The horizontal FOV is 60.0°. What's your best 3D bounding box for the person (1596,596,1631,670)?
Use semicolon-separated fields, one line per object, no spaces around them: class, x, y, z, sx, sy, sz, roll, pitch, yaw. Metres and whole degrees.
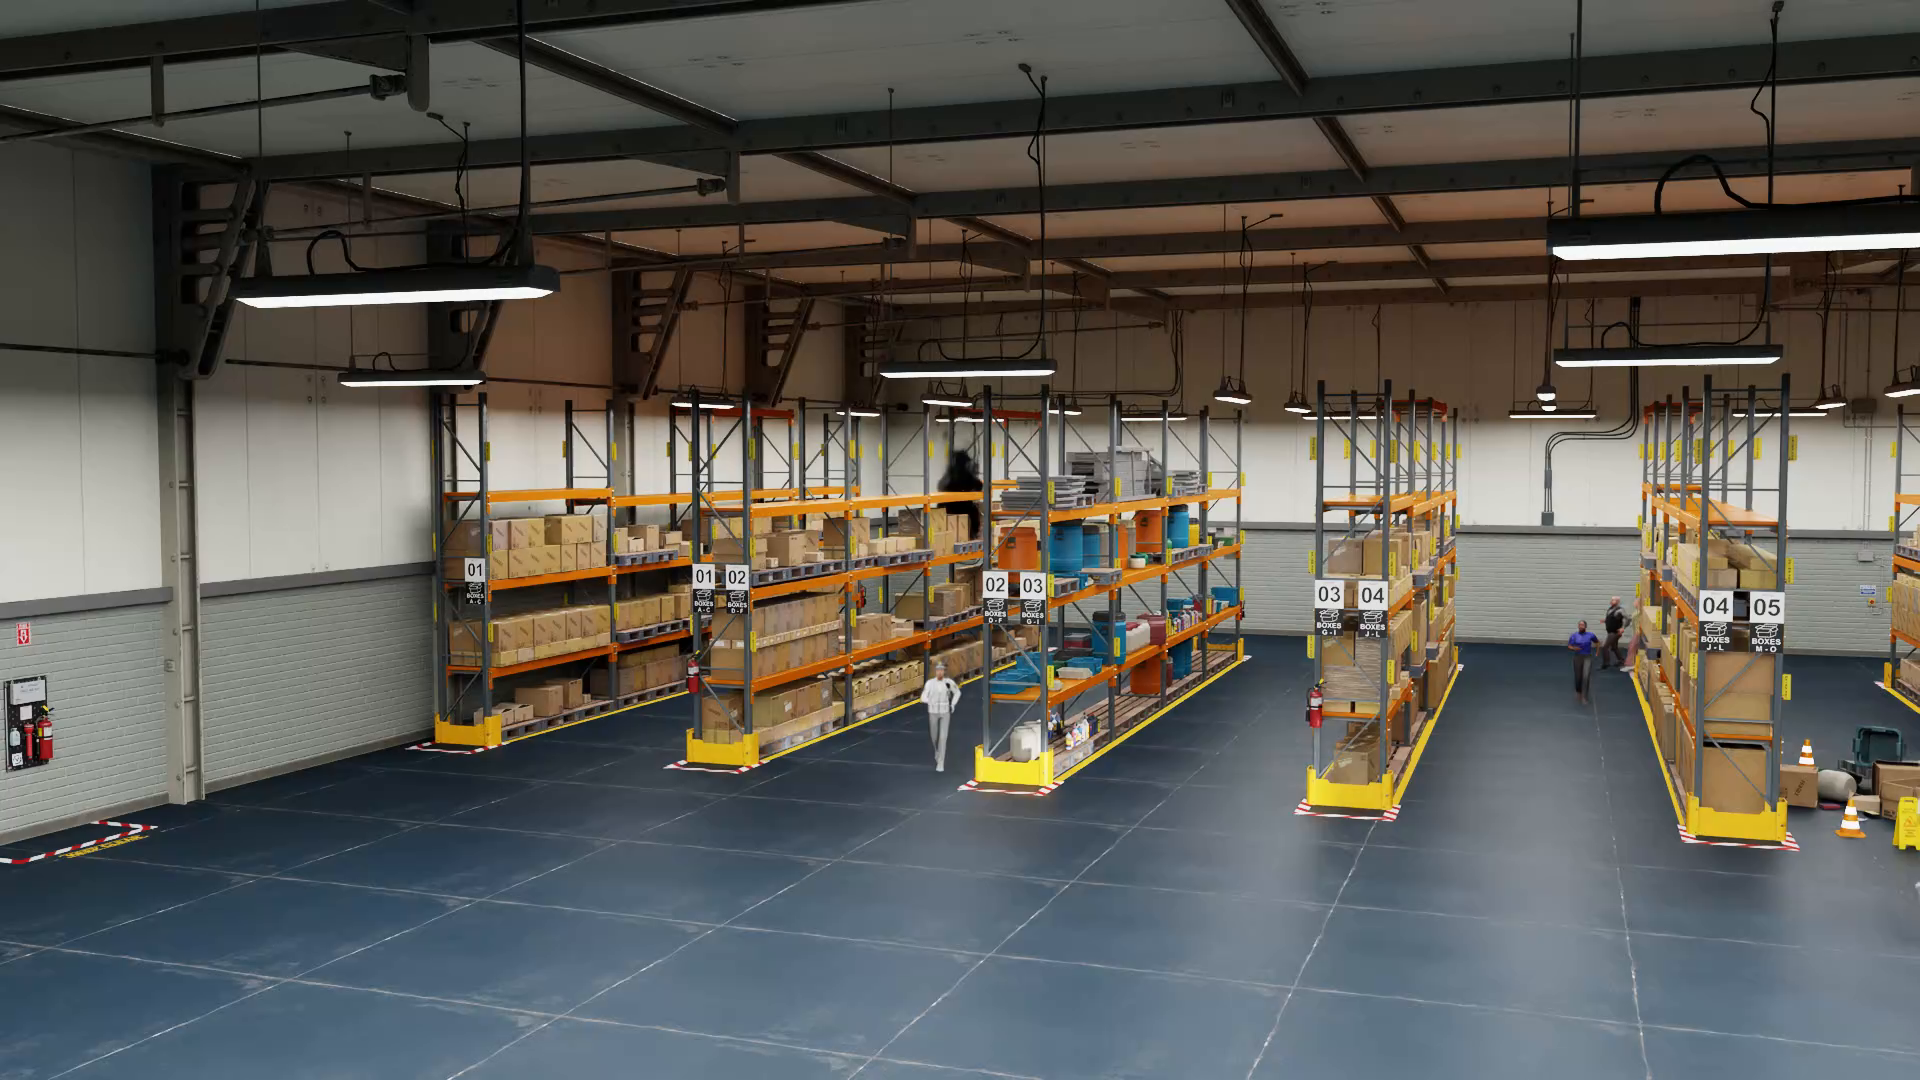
person;14.932;2.135;37.928;0.724;1.741;0.725;0;3;2

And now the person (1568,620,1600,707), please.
person;12.358;2.424;32.985;0.583;1.653;0.935;1;3;24

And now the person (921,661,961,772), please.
person;-0.311;2.736;26.176;0.617;1.675;0.917;0;3;5

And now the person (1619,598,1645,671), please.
person;15.430;2.134;37.745;0.913;1.686;0.612;0;3;7
